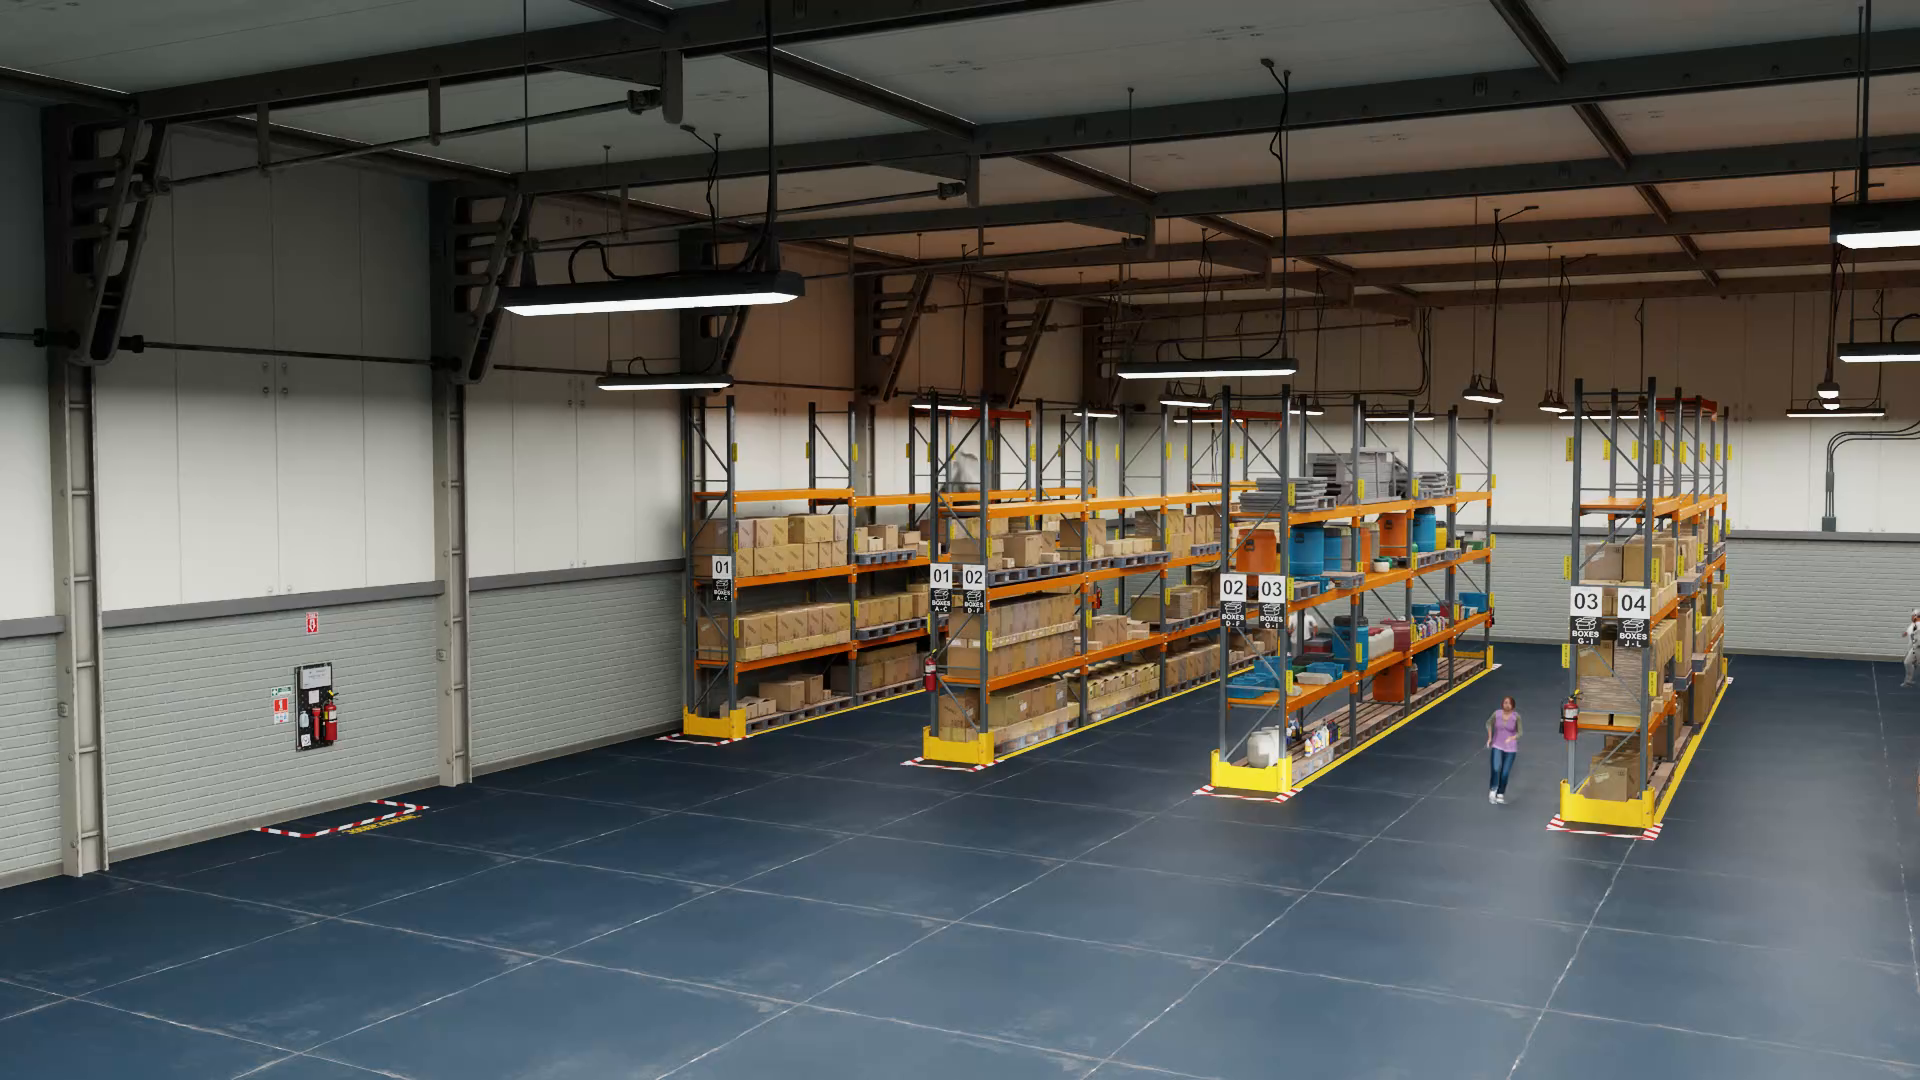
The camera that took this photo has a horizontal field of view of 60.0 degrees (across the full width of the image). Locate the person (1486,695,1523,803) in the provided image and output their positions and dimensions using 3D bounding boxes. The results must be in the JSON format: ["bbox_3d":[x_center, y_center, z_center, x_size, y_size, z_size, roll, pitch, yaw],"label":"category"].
[{"bbox_3d":[7.715,2.972,23.591,0.515,1.553,0.622,1,3,20],"label":"person"}]

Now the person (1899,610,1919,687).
[{"bbox_3d":[20.444,2.336,35.431,0.720,1.696,0.687,1,3,16],"label":"person"}]

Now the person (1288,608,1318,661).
[{"bbox_3d":[7.392,2.220,36.124,0.712,1.747,0.929,1,3,16],"label":"person"}]
